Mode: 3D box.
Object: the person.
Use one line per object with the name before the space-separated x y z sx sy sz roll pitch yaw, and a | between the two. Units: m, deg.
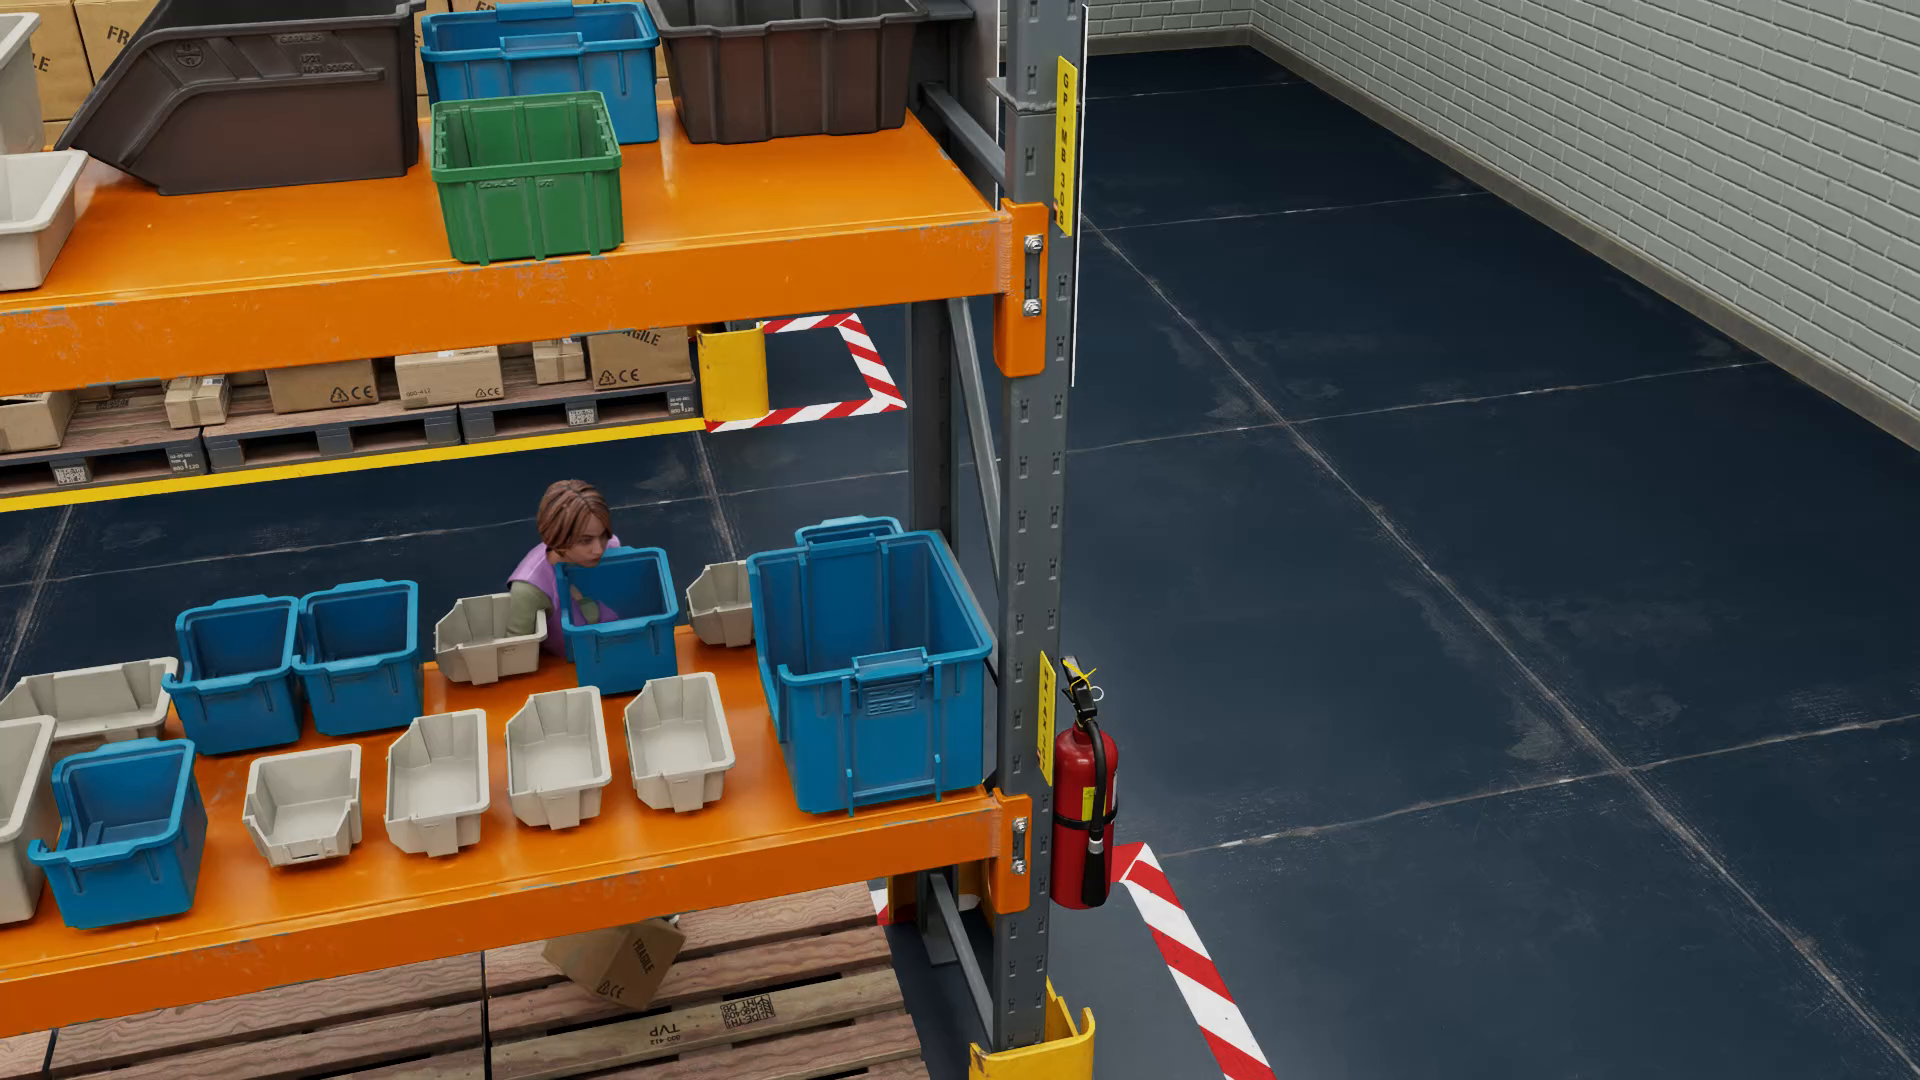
person | -1.095 0.519 4.860 0.469 1.590 0.346 -27 40 -37
